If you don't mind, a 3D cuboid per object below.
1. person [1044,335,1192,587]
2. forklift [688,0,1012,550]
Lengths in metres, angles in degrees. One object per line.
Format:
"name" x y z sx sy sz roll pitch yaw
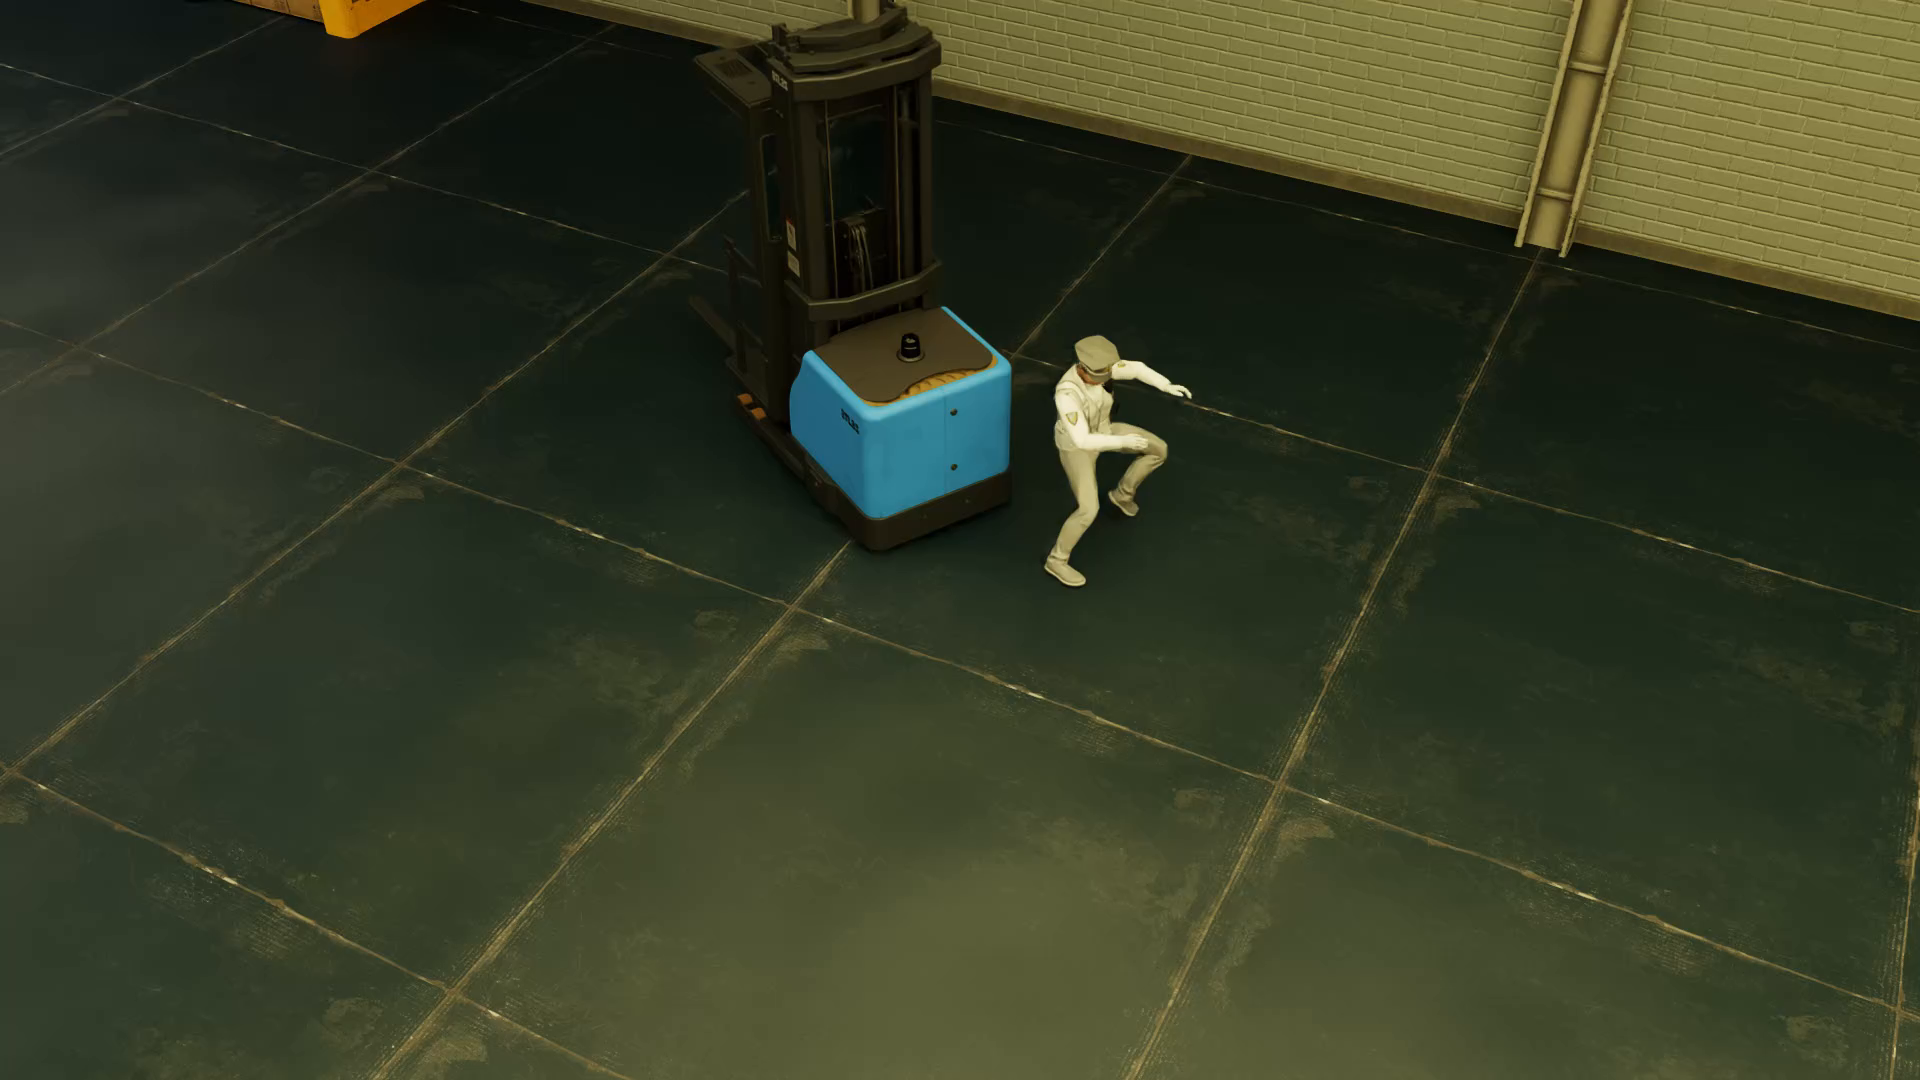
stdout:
"person" 0.863 -0.537 9.790 0.921 1.415 0.721 -32 50 -32
"forklift" -0.880 -1.983 10.341 1.130 2.935 3.031 -22 45 -24
